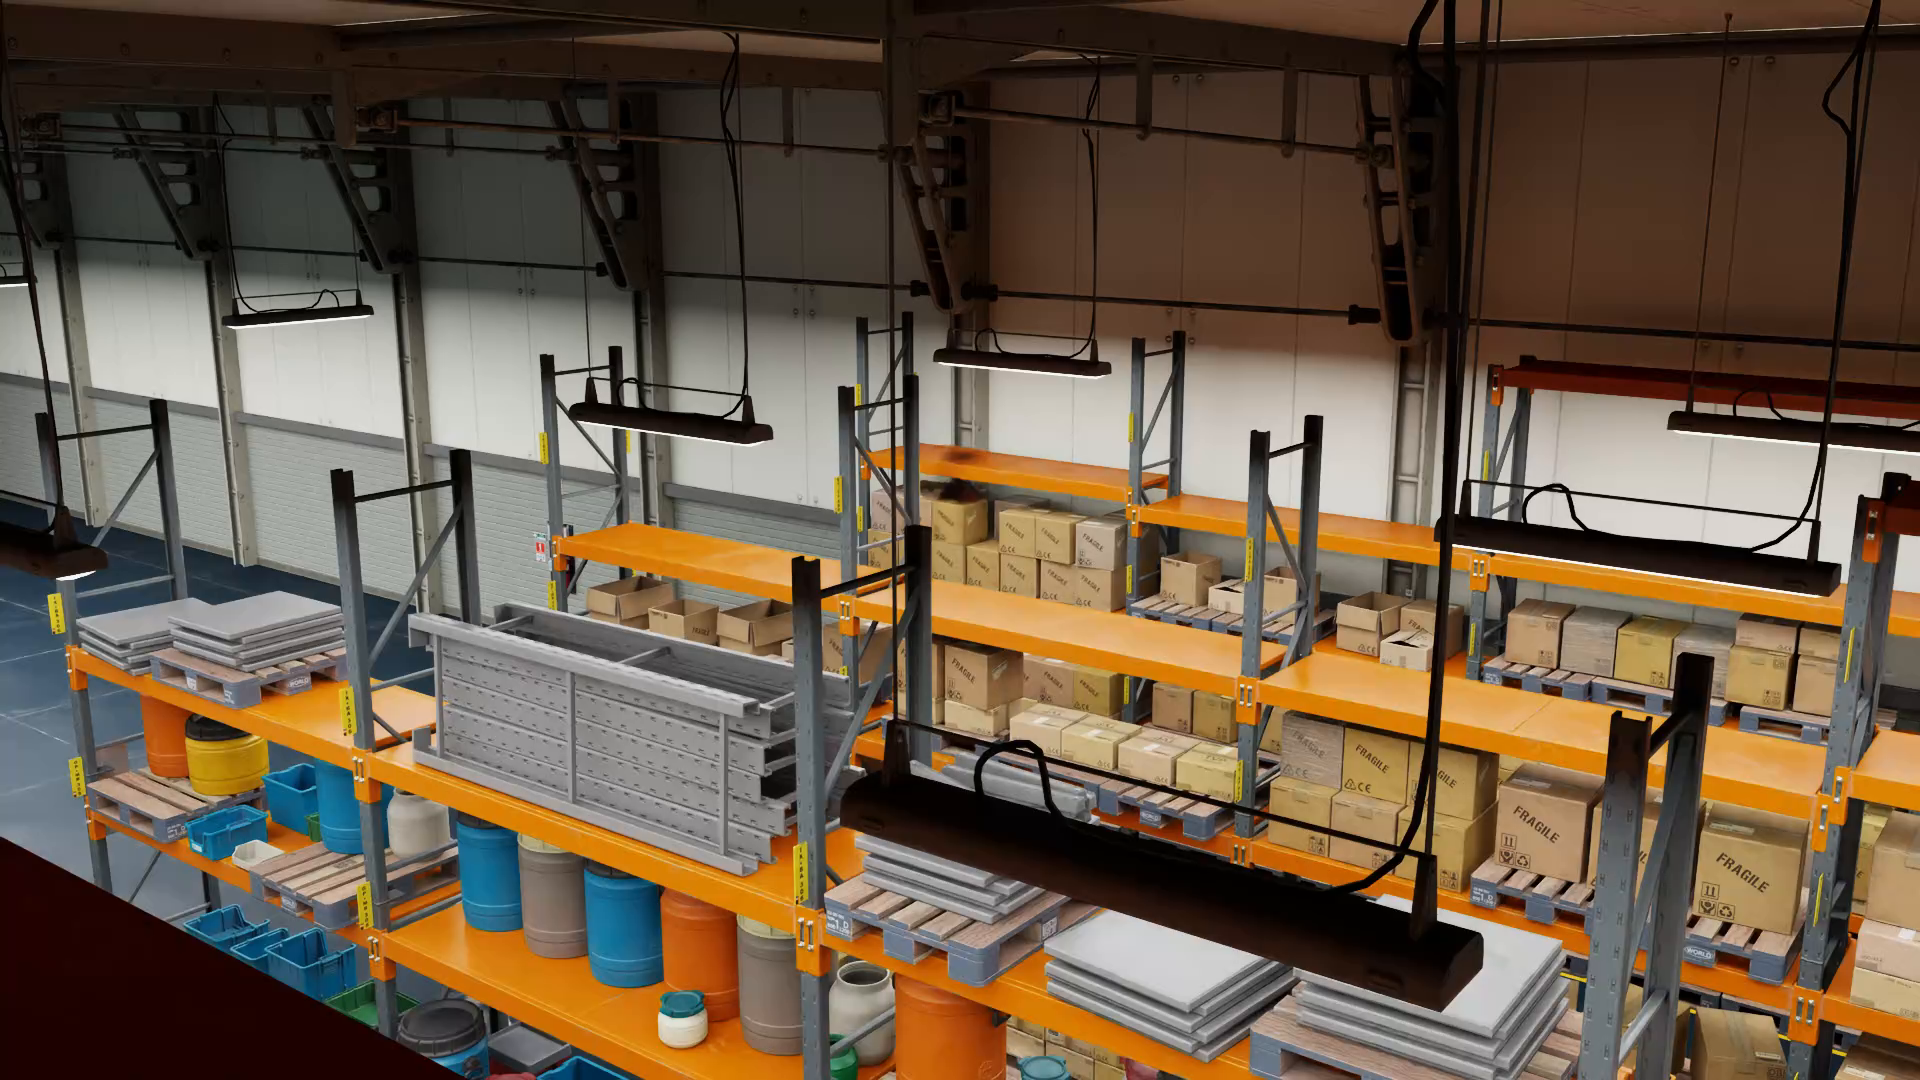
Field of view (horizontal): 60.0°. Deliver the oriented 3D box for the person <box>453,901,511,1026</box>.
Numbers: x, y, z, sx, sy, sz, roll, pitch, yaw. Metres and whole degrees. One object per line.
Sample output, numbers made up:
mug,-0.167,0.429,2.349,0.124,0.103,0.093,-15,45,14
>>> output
person,-4.299,3.796,15.000,0.561,1.816,0.408,-1,13,-3
